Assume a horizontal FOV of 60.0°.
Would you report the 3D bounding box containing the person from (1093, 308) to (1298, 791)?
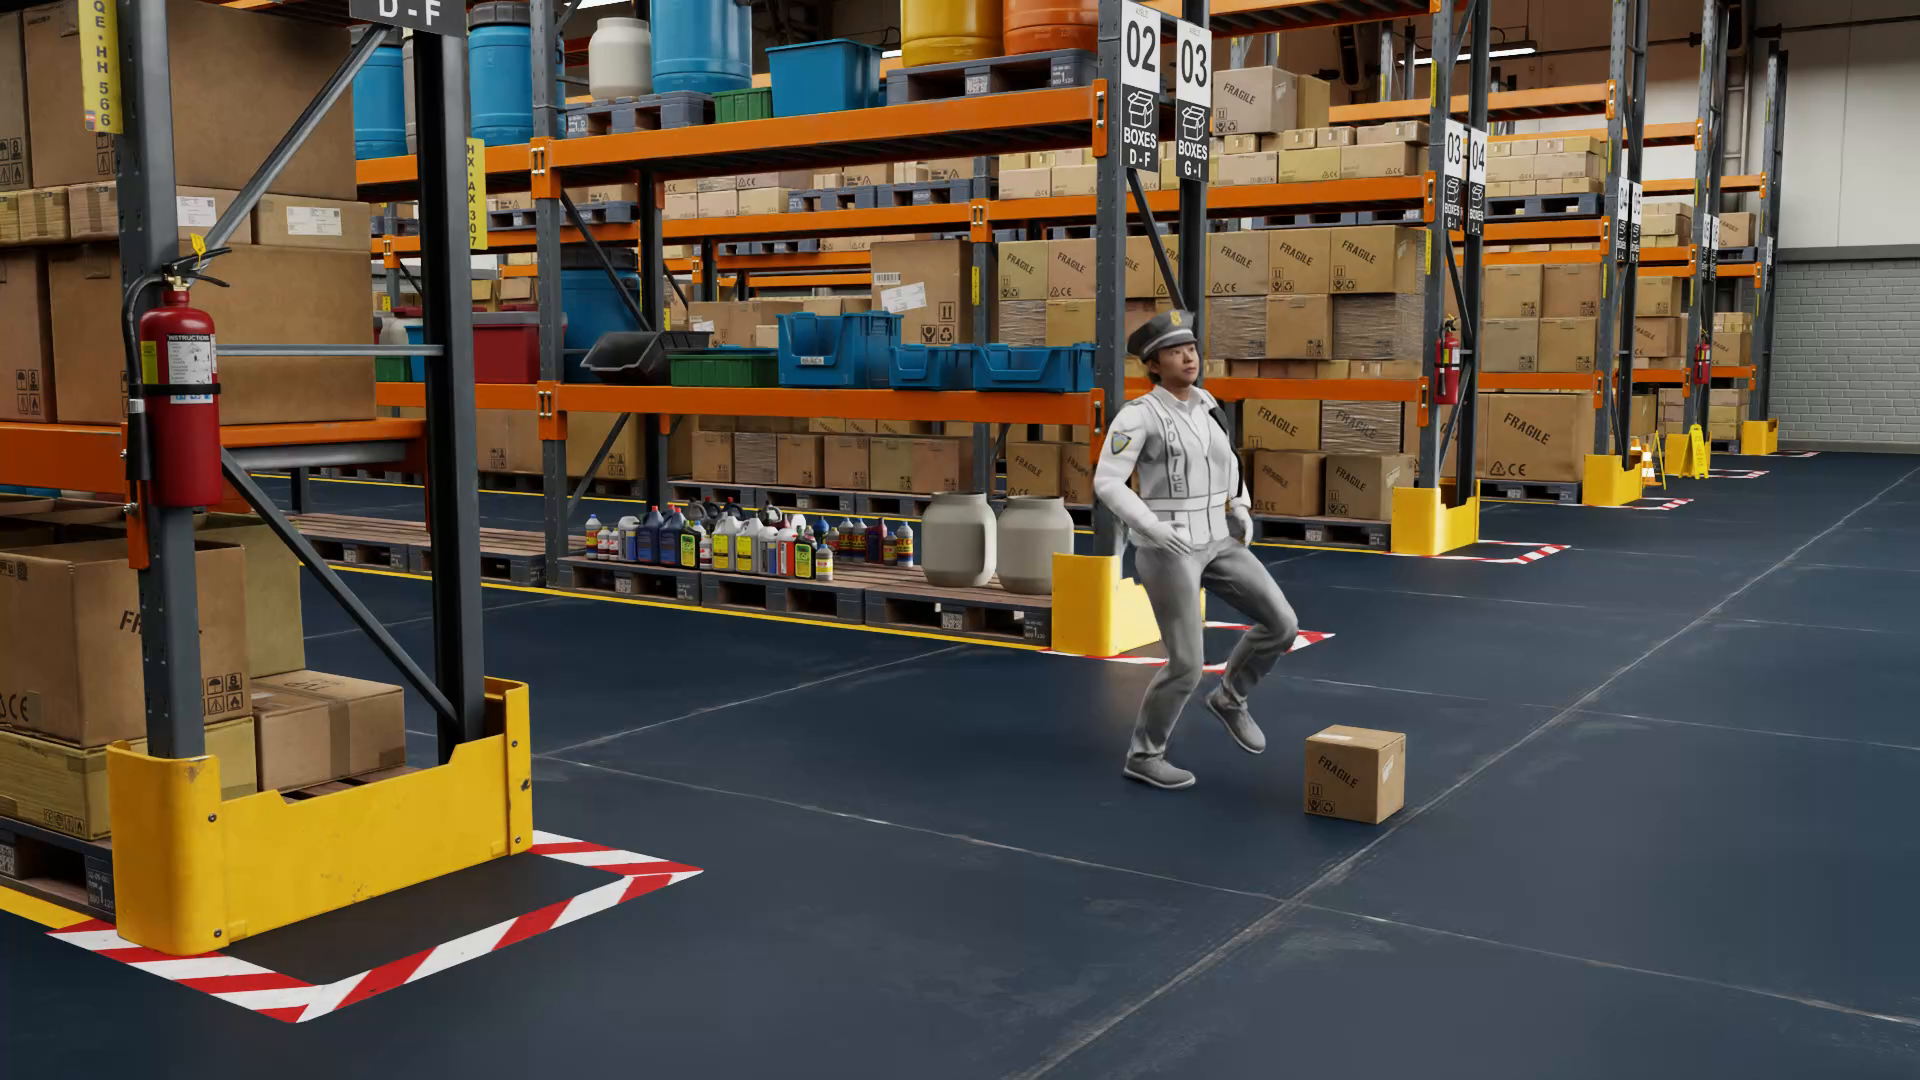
[{"bbox_3d":[0.836,0.034,5.771,0.519,1.660,0.741,6,9,43],"label":"person"}]
